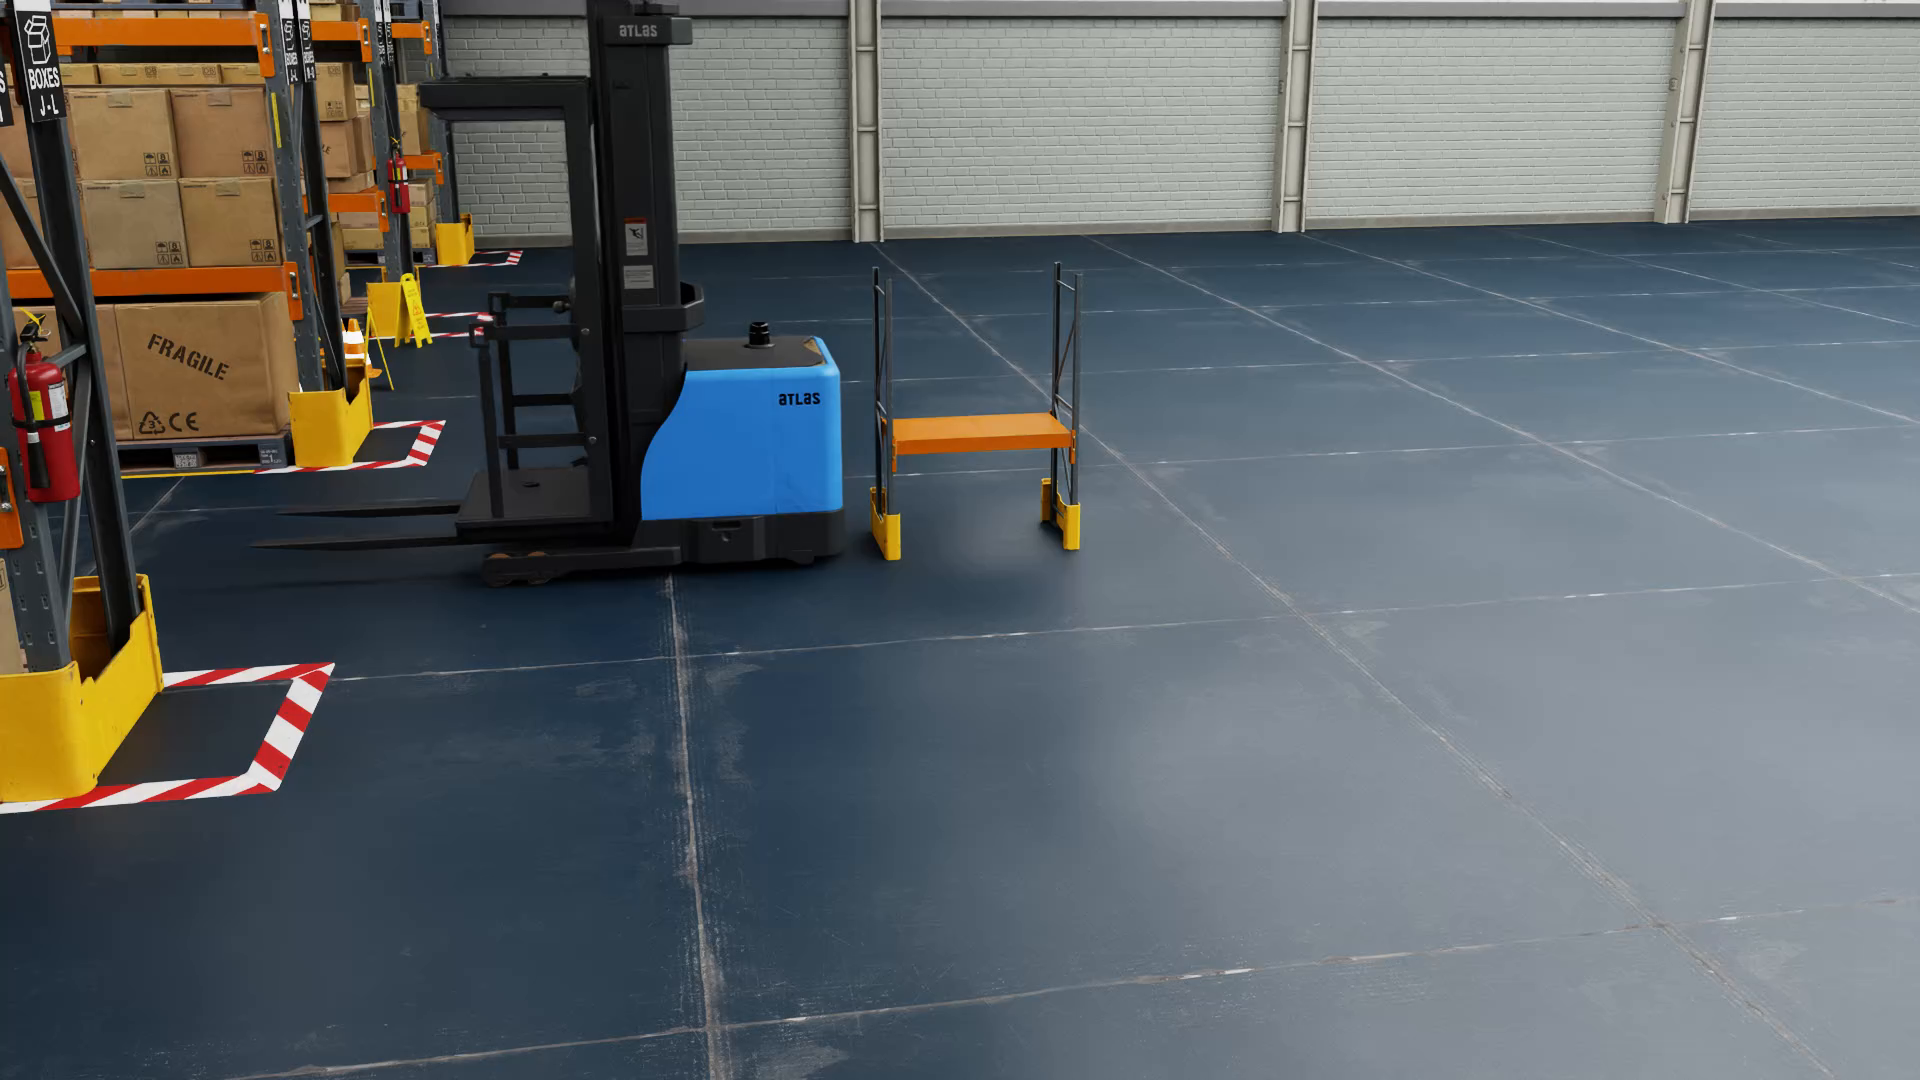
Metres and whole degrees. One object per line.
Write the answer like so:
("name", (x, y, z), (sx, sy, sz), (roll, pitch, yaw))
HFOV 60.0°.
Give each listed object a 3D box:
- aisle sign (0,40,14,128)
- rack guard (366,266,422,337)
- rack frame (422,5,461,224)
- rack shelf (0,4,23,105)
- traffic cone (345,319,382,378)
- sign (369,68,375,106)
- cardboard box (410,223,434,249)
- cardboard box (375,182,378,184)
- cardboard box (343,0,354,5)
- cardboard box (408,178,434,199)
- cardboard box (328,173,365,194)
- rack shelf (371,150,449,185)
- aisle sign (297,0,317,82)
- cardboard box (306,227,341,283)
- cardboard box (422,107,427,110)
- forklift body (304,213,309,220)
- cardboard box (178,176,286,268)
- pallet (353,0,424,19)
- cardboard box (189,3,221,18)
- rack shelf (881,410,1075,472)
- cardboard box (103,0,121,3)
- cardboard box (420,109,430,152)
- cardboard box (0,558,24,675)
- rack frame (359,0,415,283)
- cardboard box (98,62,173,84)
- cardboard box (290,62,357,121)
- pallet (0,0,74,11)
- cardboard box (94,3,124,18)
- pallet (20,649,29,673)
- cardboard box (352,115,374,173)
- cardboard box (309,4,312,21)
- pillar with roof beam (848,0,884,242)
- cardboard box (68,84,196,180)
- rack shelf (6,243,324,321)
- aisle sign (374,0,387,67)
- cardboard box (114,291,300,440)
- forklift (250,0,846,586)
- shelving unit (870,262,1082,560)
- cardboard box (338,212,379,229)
("aisle sign", (-3.340, -1.799, 5.634), (0.004, 0.787, 0.394), (-3, 17, -10))
("rack guard", (-5.412, -2.297, 15.940), (0.348, 0.500, 1.175), (-3, 17, -10))
("rack frame", (-6.283, -4.927, 20.245), (0.127, 3.000, 1.000), (-3, 17, -10))
("rack shelf", (-5.421, -1.618, 5.588), (4.000, 0.370, 1.077), (-3, 17, -10))
("traffic cone", (-4.970, -1.587, 13.690), (0.334, 0.463, 0.336), (-3, 17, -10))
("sign", (-5.252, -4.040, 14.846), (0.005, 0.325, 0.100), (-3, 17, -10))
("cardboard box", (-6.684, -3.696, 20.205), (0.500, 0.250, 0.500), (-3, 17, -10))
("cardboard box", (-7.176, -4.146, 19.966), (0.500, 0.250, 0.500), (-3, 17, -9))
("cardboard box", (-5.882, -5.050, 15.284), (0.500, 0.250, 0.500), (-4, 17, -11))
("cardboard box", (-6.790, -4.319, 20.531), (0.500, 0.250, 0.500), (-4, 17, -11))
("cardboard box", (-5.664, -3.294, 15.355), (0.250, 0.149, 0.380), (-3, 17, -9))
("rack shelf", (-8.246, -4.472, 19.988), (4.000, 0.370, 1.077), (-3, 17, -10))
("aisle sign", (-4.286, -3.408, 10.872), (0.004, 0.787, 0.394), (-3, 17, -10))
("cardboard box", (-6.075, -2.622, 15.429), (0.500, 0.500, 0.500), (-3, 17, -10))
("cardboard box", (-6.665, -5.341, 20.317), (0.250, 0.149, 0.380), (-4, 17, -12))
("forklift body", (-7.798, -3.890, 18.313), (1.214, 2.155, 2.313), (-3, 17, -10))
("cardboard box", (-4.655, -2.113, 10.827), (0.550, 0.550, 0.875), (-3, 17, -10))
("pallet", (-6.982, -6.287, 19.714), (1.213, 0.211, 1.003), (-3, 17, -10))
("cardboard box", (-6.637, -4.659, 14.691), (0.250, 0.149, 0.380), (-3, 17, -11))
("rack shelf", (0.084, -0.550, 9.160), (1.000, 0.185, 0.538), (-3, 17, -10))
("cardboard box", (-7.287, -4.808, 14.497), (0.500, 0.250, 0.500), (-3, 17, -10))
("cardboard box", (-6.822, -5.027, 20.401), (0.500, 0.500, 0.500), (-3, 17, -9))
("cardboard box", (-4.074, 0.384, 6.493), (0.500, 0.500, 0.500), (0, 17, 0))
("rack frame", (-5.337, -3.497, 15.587), (0.127, 3.000, 1.000), (-3, 17, -10))
("cardboard box", (-7.293, -4.001, 14.850), (0.500, 0.500, 0.700), (-3, 17, -11))
("cardboard box", (-5.798, -4.073, 15.084), (0.500, 0.500, 0.700), (-4, 17, -12))
("pallet", (-6.226, -3.353, 10.163), (1.213, 0.211, 1.003), (-3, 17, -10))
("cardboard box", (-7.395, -4.620, 14.564), (0.250, 0.149, 0.380), (-3, 17, -10))
("pallet", (-4.336, 0.733, 6.567), (1.213, 0.211, 1.003), (-3, 17, -10))
("cardboard box", (-5.855, -3.740, 15.703), (0.500, 0.500, 0.500), (-4, 17, -11))
("cardboard box", (-5.873, -4.687, 14.780), (0.250, 0.149, 0.380), (-3, 17, -10))
("pillar with roof beam", (-0.430, -7.109, 17.131), (0.400, 9.000, 9.100), (-3, 17, -10))
("cardboard box", (-5.193, -2.596, 10.561), (0.550, 0.550, 0.875), (-3, 17, -10))
("rack shelf", (-6.263, -1.620, 10.702), (4.000, 0.370, 1.077), (-3, 17, -10))
("aisle sign", (-5.222, -4.659, 14.944), (0.004, 0.787, 0.394), (-3, 17, -10))
("cardboard box", (-4.952, -1.203, 11.025), (0.875, 0.875, 0.875), (-3, 17, -10))
("forklift", (-2.177, -1.330, 8.651), (3.031, 2.935, 1.130), (-3, 17, -10))
("shelving unit", (0.075, -0.721, 9.105), (1.083, 1.500, 0.587), (-3, 17, -10))
("cardboard box", (-7.196, -3.910, 20.051), (0.500, 0.250, 0.500), (-3, 17, -11))
